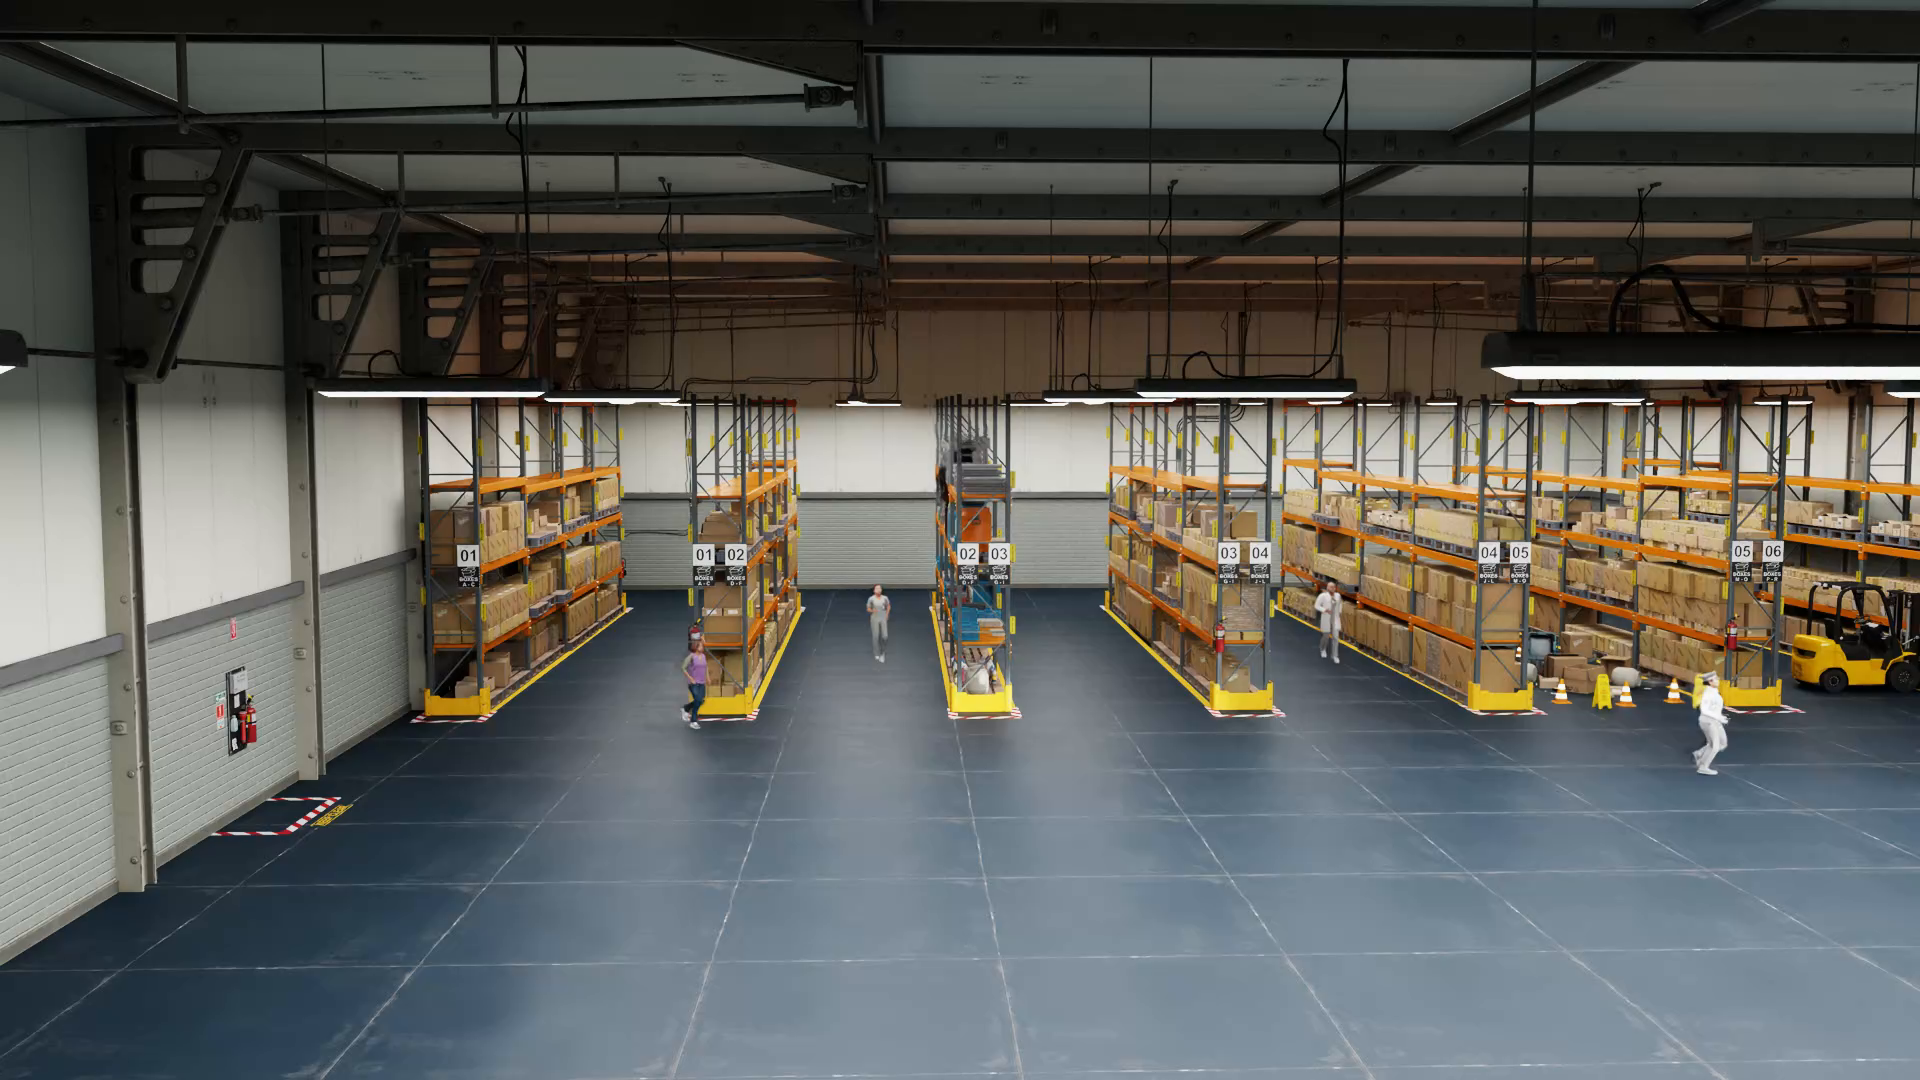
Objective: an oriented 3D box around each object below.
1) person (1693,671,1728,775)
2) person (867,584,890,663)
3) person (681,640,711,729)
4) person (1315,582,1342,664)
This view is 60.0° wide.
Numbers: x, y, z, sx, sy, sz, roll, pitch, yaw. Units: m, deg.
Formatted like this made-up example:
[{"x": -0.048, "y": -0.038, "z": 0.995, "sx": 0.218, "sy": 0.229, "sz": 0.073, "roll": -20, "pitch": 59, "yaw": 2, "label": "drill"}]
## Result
[{"x": 11.746, "y": 2.850, "z": 25.990, "sx": 0.539, "sy": 1.651, "sz": 0.592, "roll": 3, "pitch": 5, "yaw": 35, "label": "person"}, {"x": -1.734, "y": 1.797, "z": 35.879, "sx": 0.548, "sy": 1.709, "sz": 0.613, "roll": -1, "pitch": 5, "yaw": -12, "label": "person"}, {"x": -4.799, "y": 2.641, "z": 30.058, "sx": 0.528, "sy": 1.471, "sz": 0.582, "roll": 4, "pitch": 6, "yaw": 38, "label": "person"}, {"x": 8.400, "y": 1.854, "z": 37.837, "sx": 0.698, "sy": 1.800, "sz": 0.985, "roll": 0, "pitch": 5, "yaw": -3, "label": "person"}]
